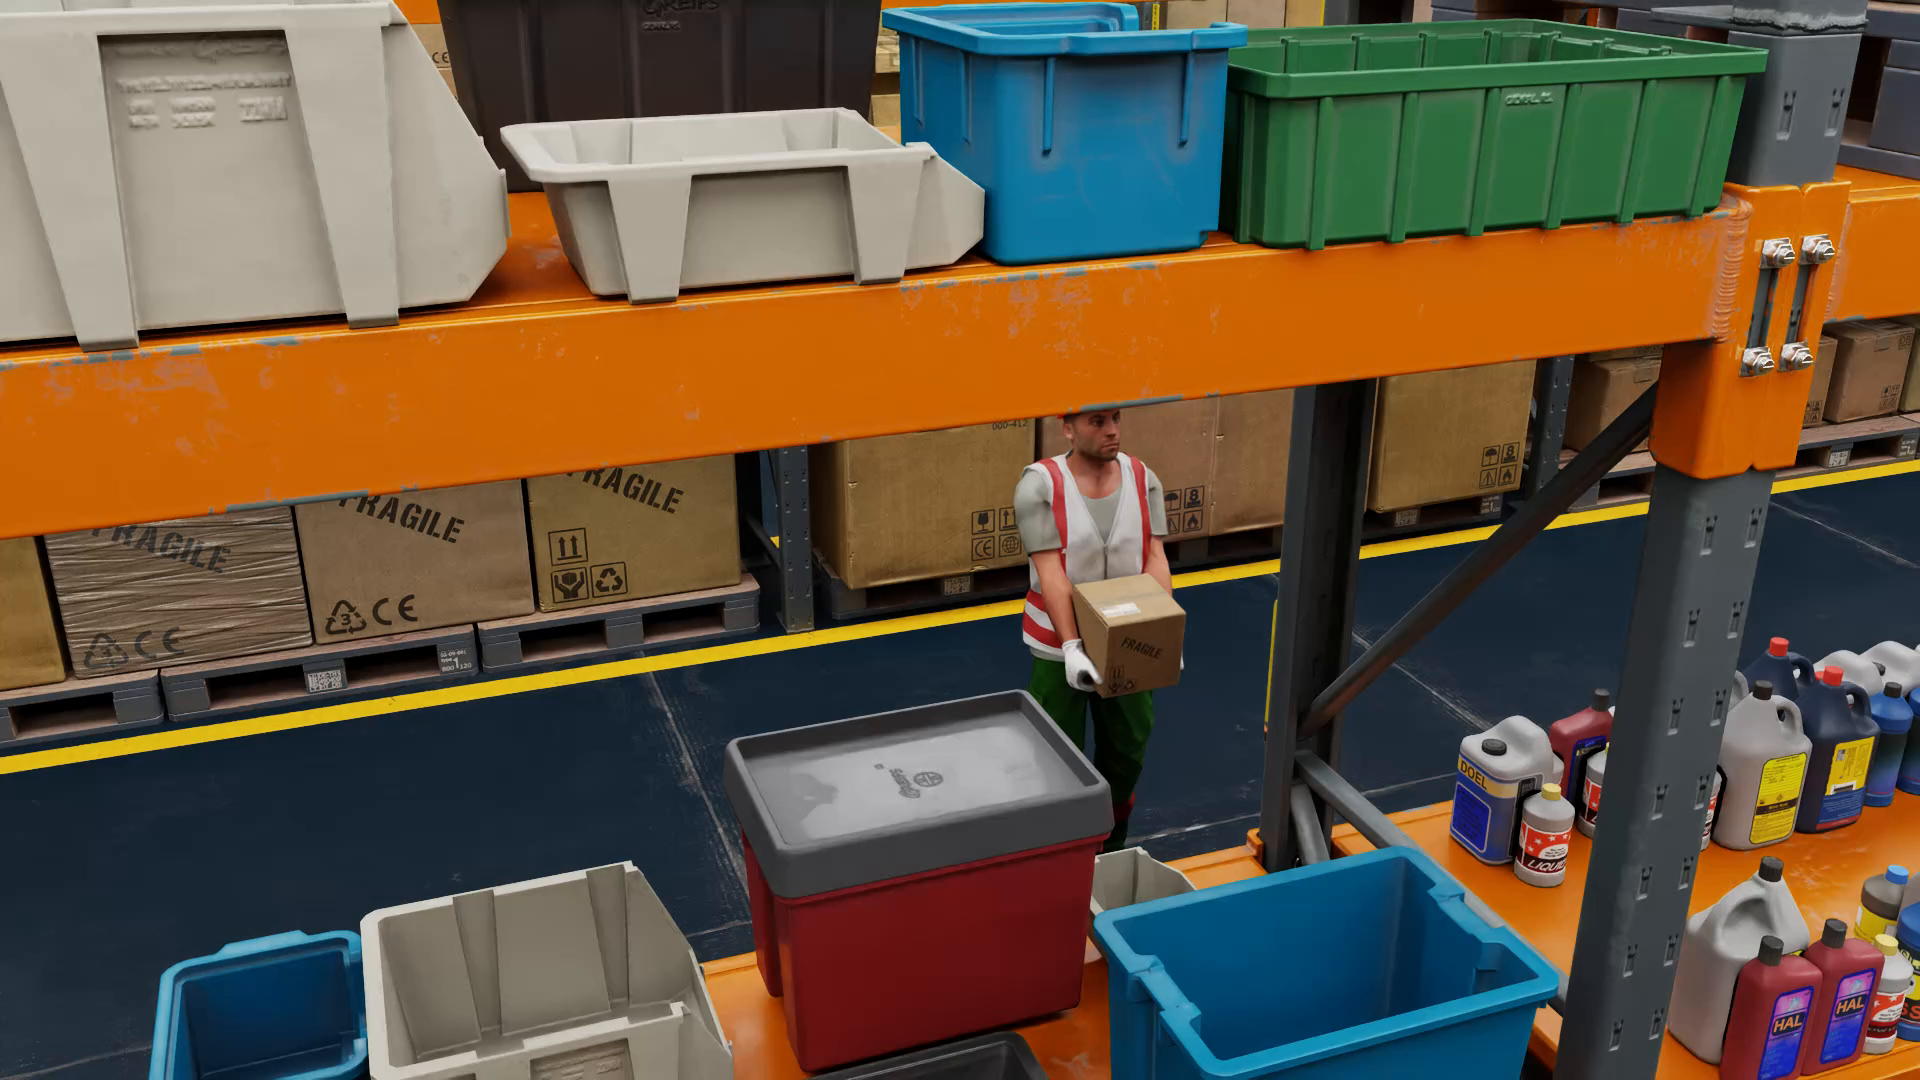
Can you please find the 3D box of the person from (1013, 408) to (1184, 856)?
[{"bbox_3d":[0.444,0.374,5.157,0.494,1.782,0.573,-8,24,-19],"label":"person"}]
